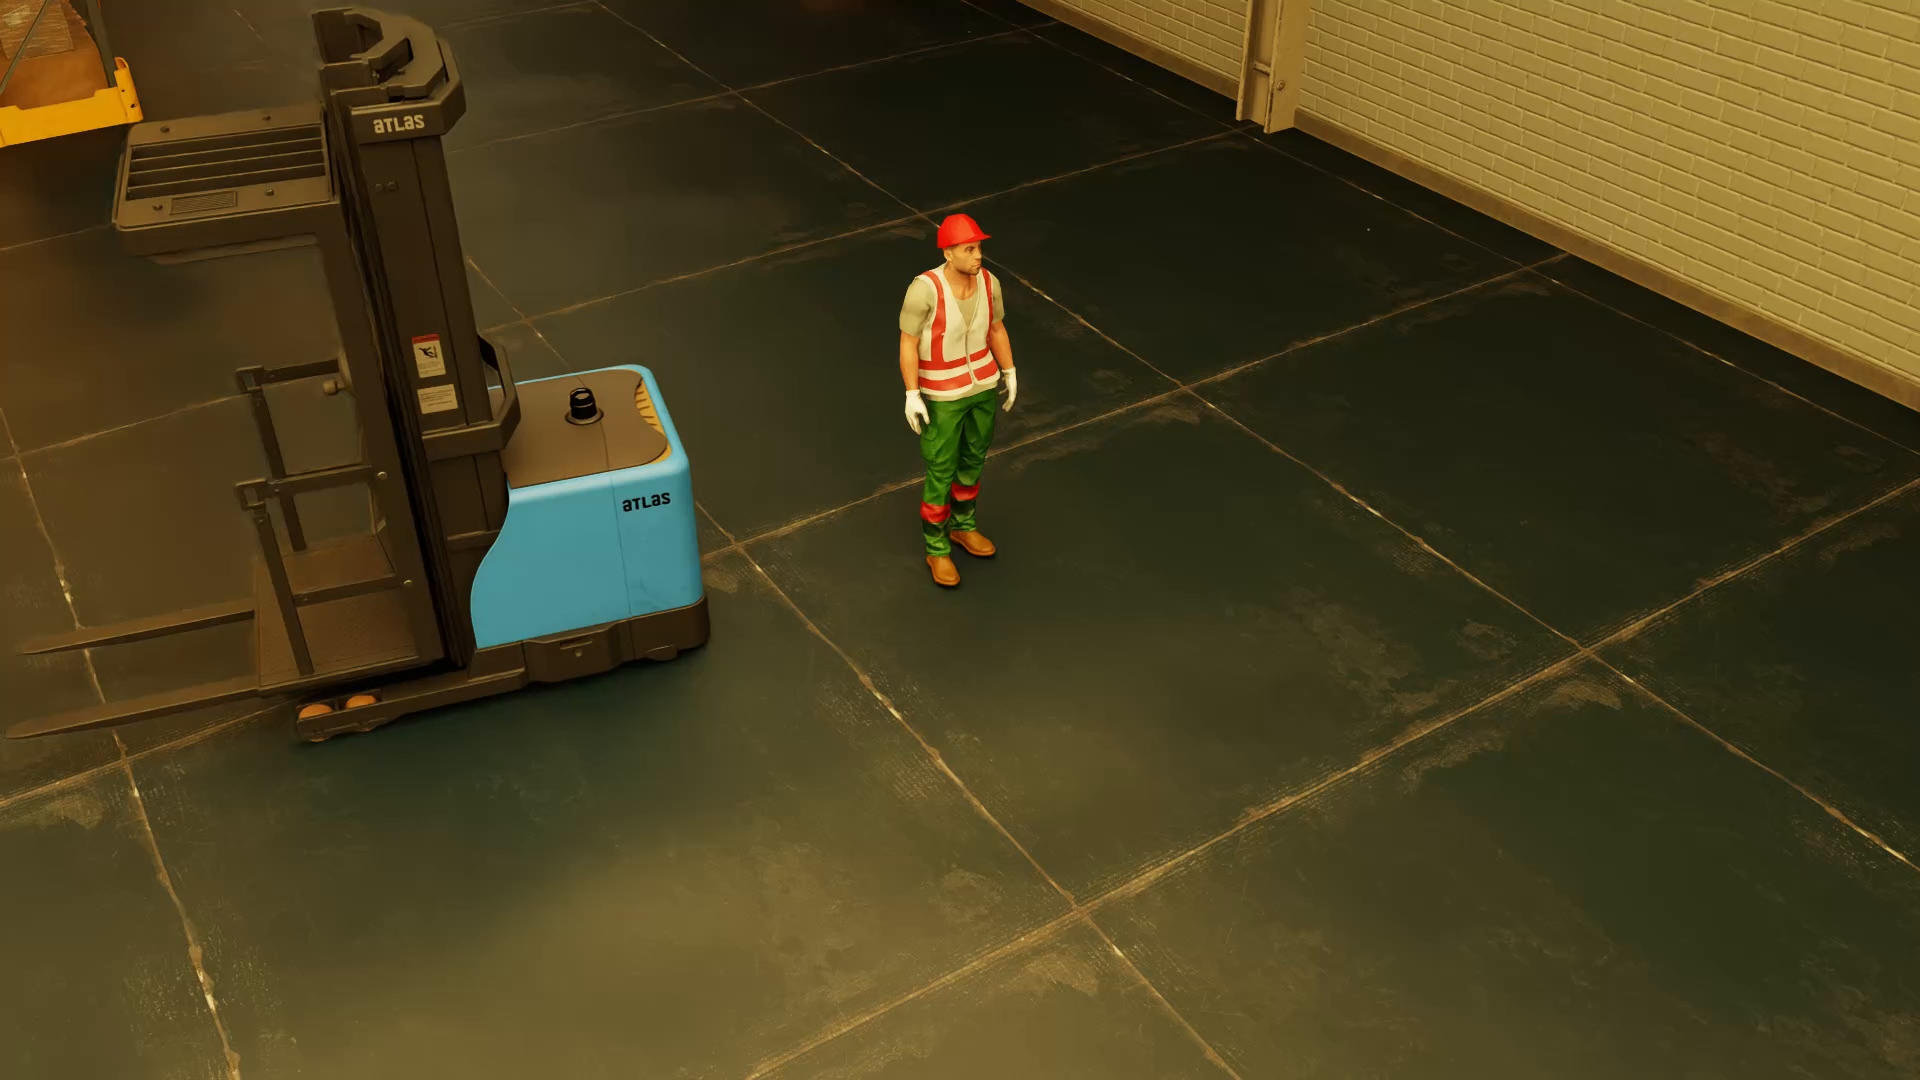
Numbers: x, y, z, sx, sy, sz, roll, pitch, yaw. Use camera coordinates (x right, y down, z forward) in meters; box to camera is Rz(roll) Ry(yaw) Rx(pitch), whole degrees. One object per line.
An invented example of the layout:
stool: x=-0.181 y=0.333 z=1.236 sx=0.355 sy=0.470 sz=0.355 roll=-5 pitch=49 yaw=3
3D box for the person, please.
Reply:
person: x=0.034 y=-0.695 z=8.117 sx=0.637 sy=1.790 sz=0.562 roll=-21 pitch=40 yaw=-27

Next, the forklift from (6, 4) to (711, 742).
forklift: x=-2.763 y=-0.644 z=7.065 sx=3.031 sy=2.935 sz=1.130 roll=-12 pitch=37 yaw=-16
